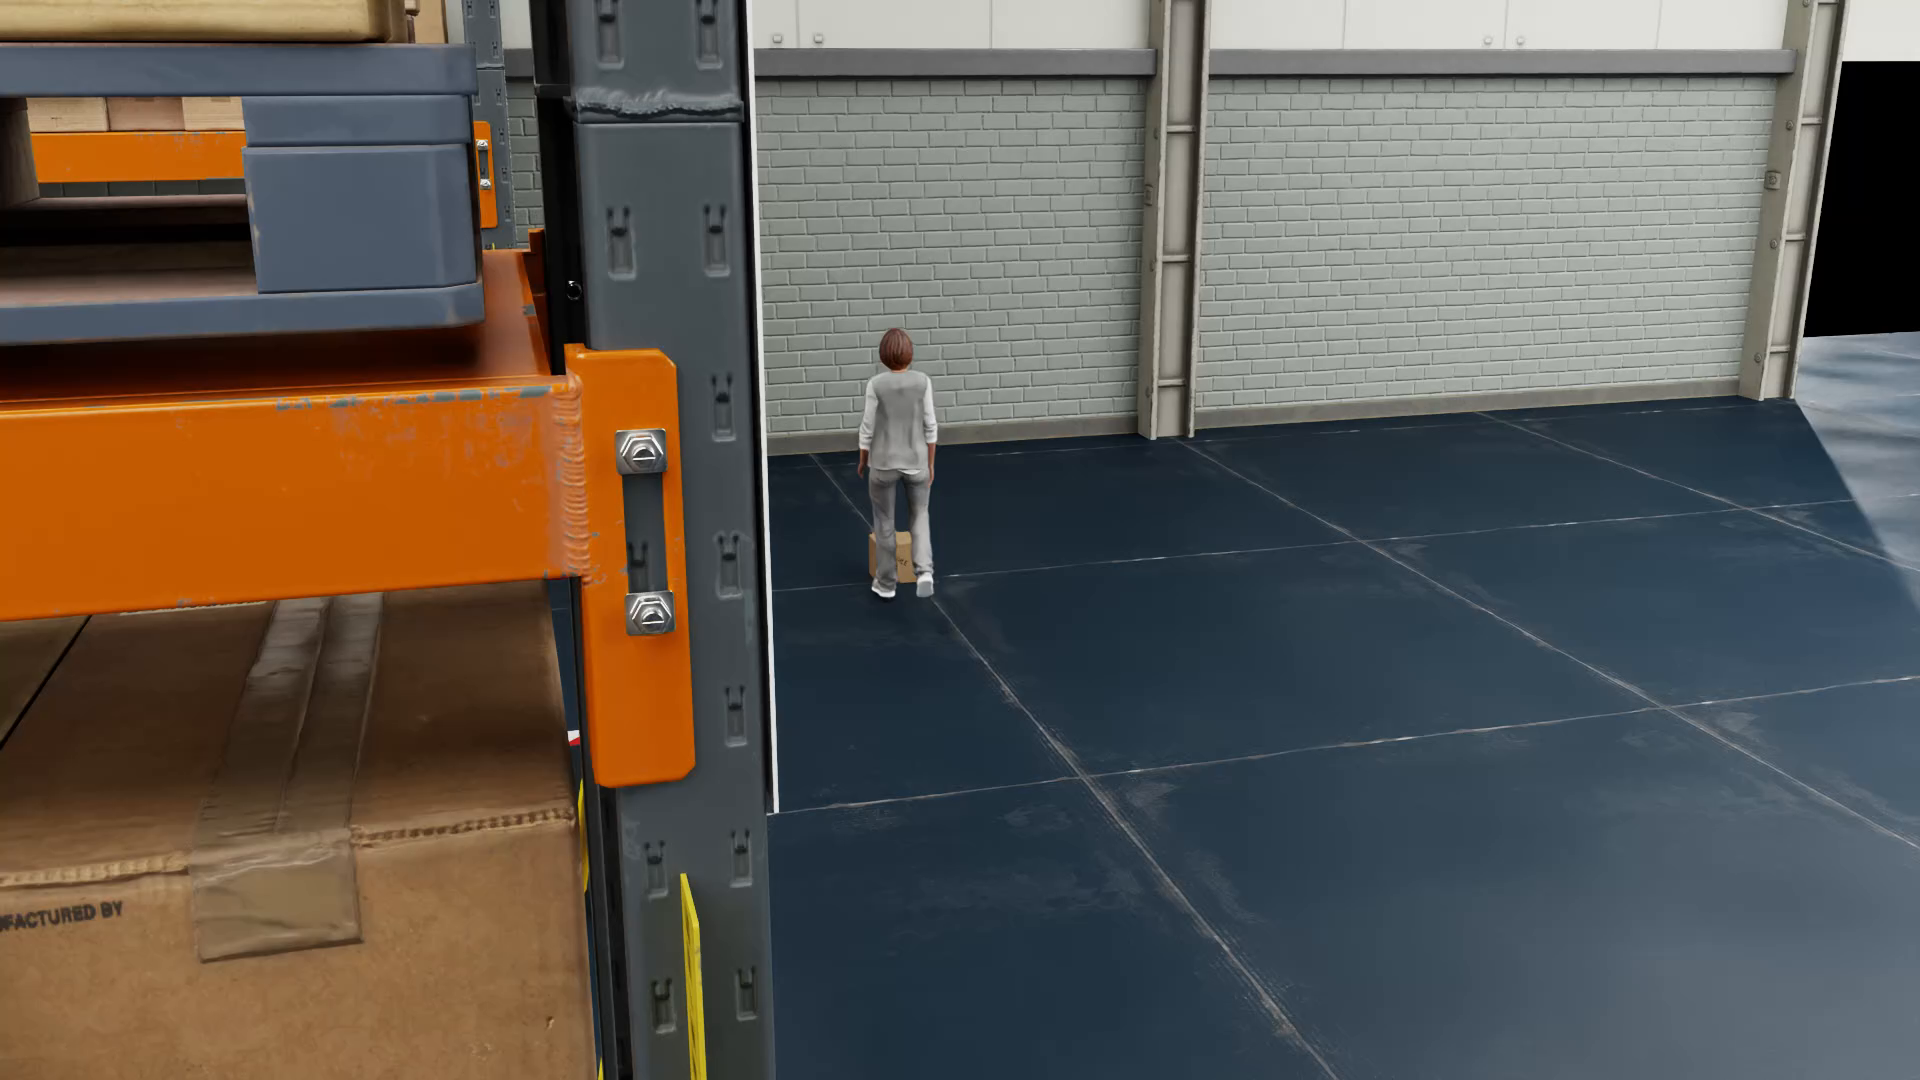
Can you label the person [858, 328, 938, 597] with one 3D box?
[{"bbox_3d":[-0.359,-0.422,9.435,0.435,1.590,0.536,-4,17,-13],"label":"person"}]
